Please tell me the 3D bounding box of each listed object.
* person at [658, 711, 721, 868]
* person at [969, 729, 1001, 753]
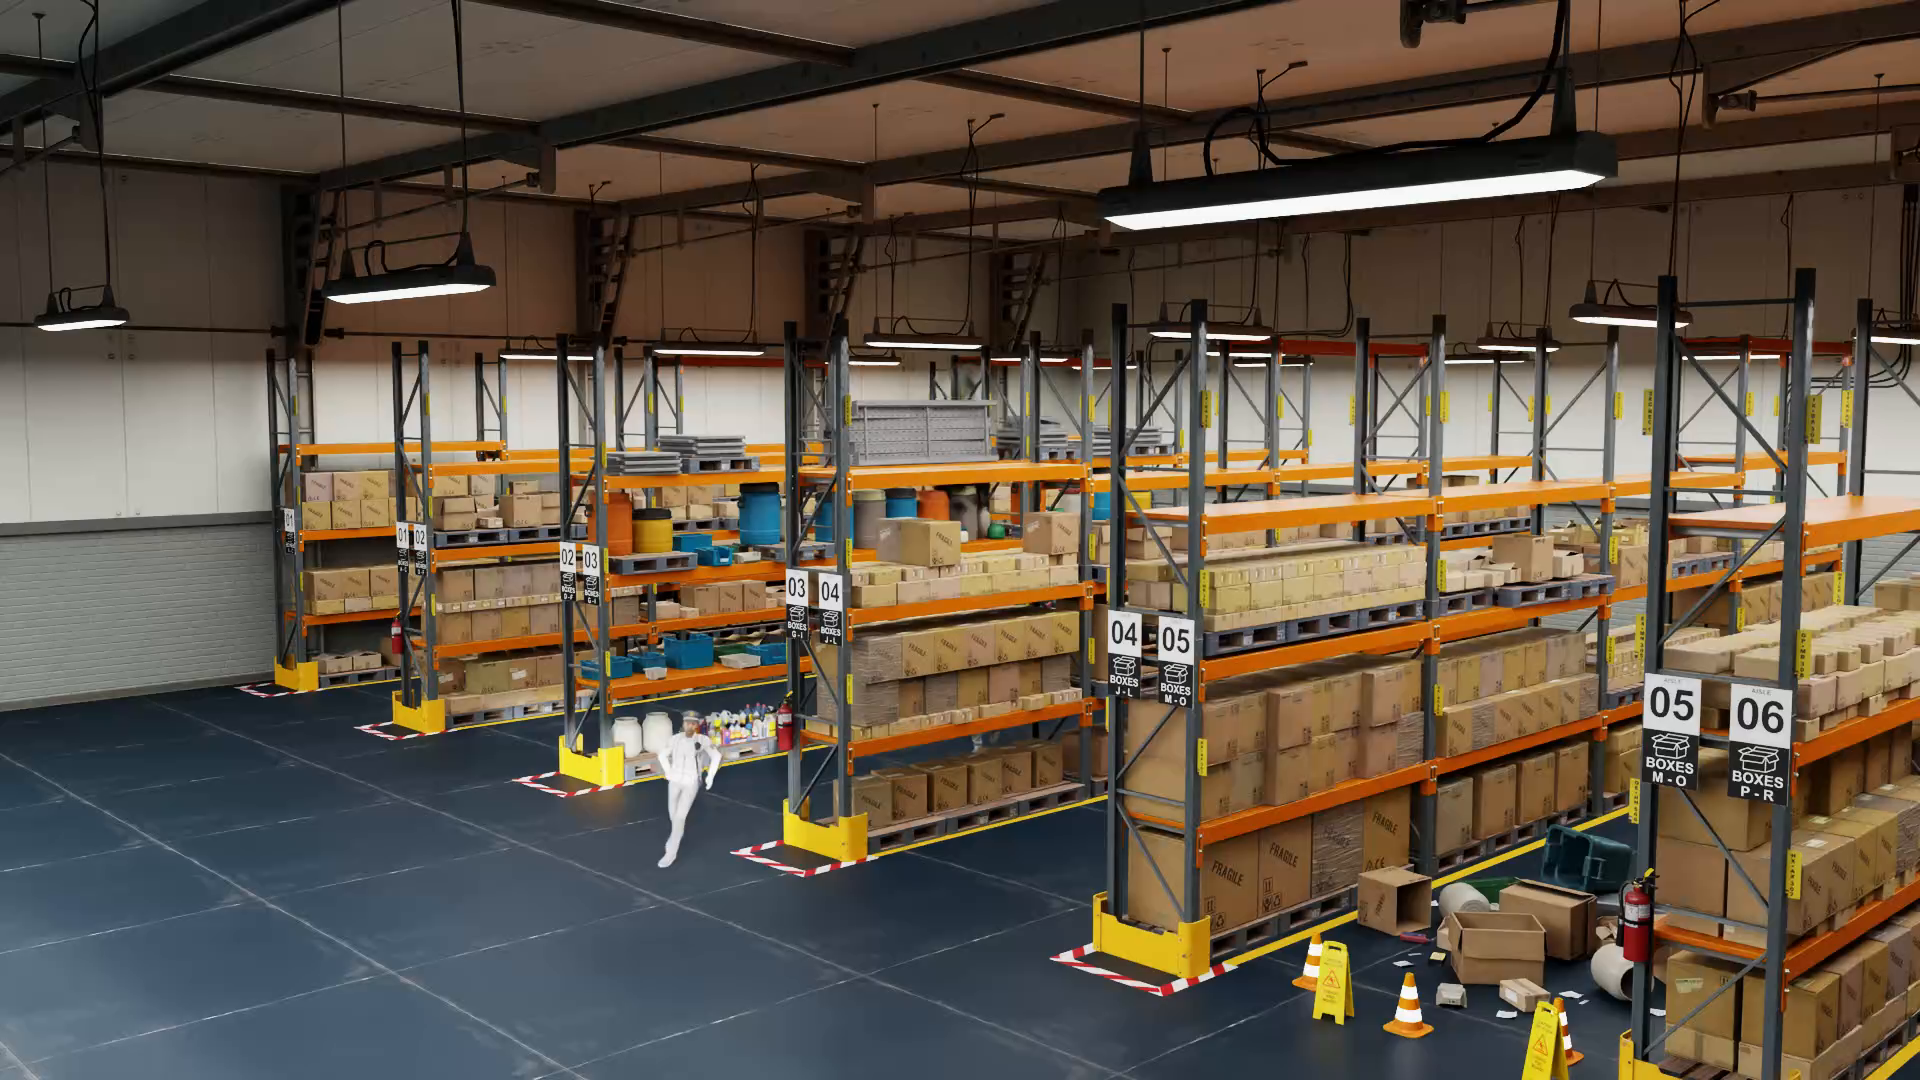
[{"bbox_3d":[-3.056,2.719,18.538,0.677,1.674,0.914,1,5,10],"label":"person"},{"bbox_3d":[0.289,2.232,23.969,0.602,1.737,0.686,-5,7,-45],"label":"person"}]
